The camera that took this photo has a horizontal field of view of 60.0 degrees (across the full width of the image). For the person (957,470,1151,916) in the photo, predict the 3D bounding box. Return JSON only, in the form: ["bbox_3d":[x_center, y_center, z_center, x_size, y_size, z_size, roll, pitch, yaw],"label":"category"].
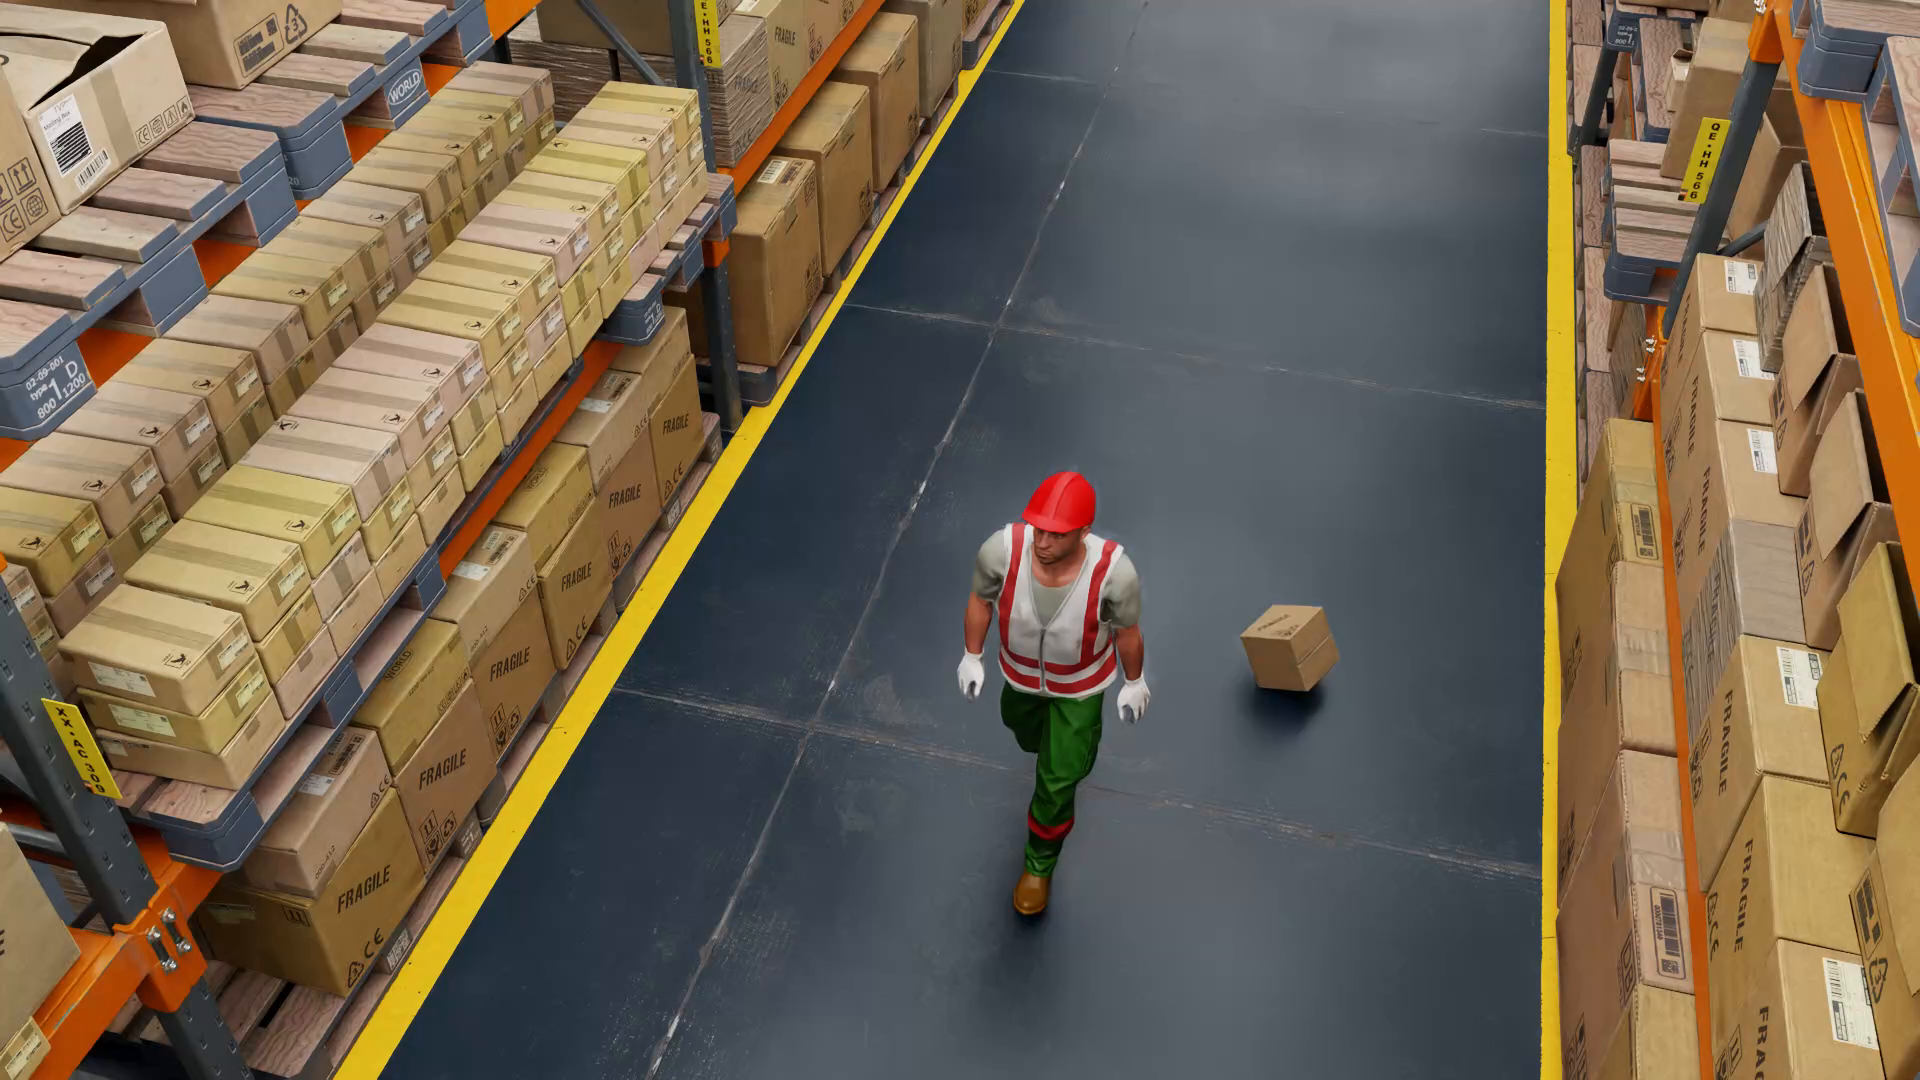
[{"bbox_3d":[0.339,0.401,5.690,0.656,1.744,0.984,13,42,15],"label":"person"}]
